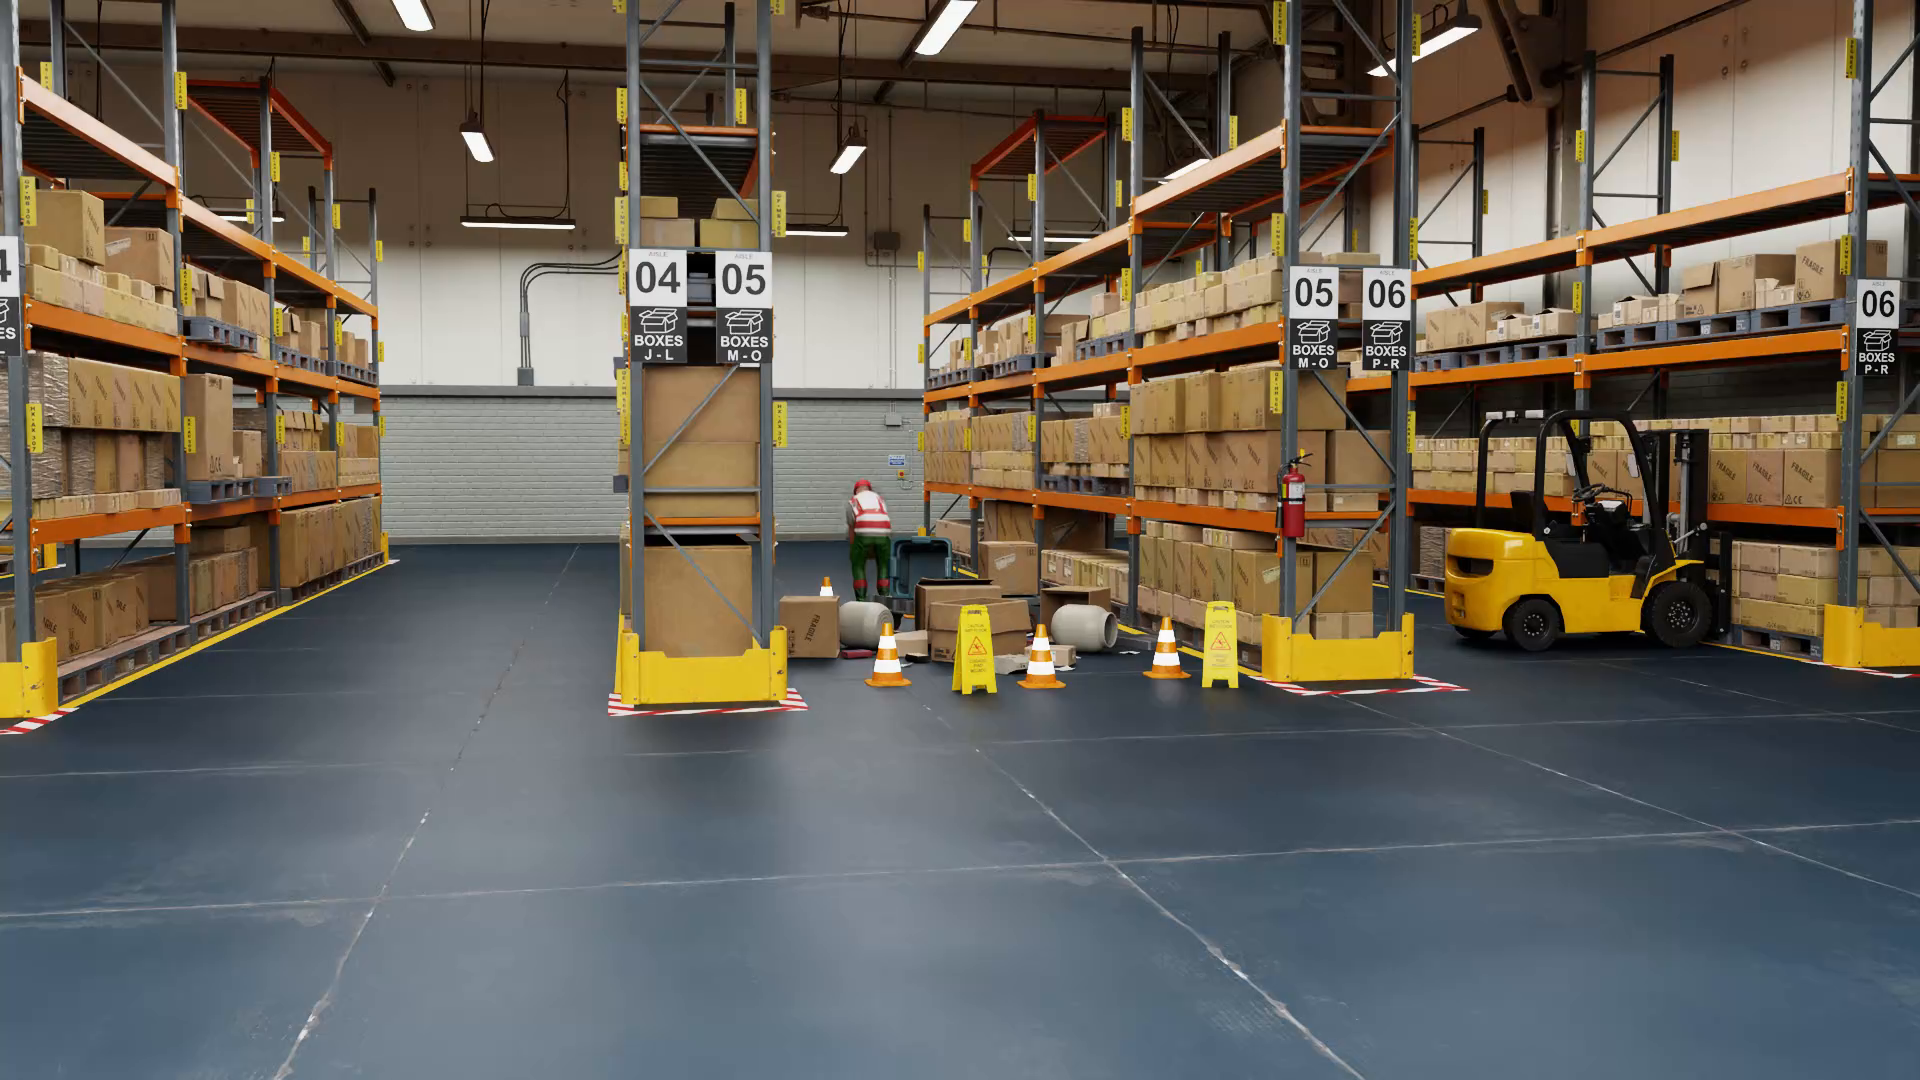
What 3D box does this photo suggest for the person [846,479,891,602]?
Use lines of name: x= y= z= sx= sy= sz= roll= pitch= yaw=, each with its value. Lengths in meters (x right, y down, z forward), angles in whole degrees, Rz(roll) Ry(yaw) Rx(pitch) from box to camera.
person: x=-1.031 y=0.055 z=18.725 sx=0.492 sy=1.478 sz=0.851 roll=-1 pitch=3 yaw=-13
